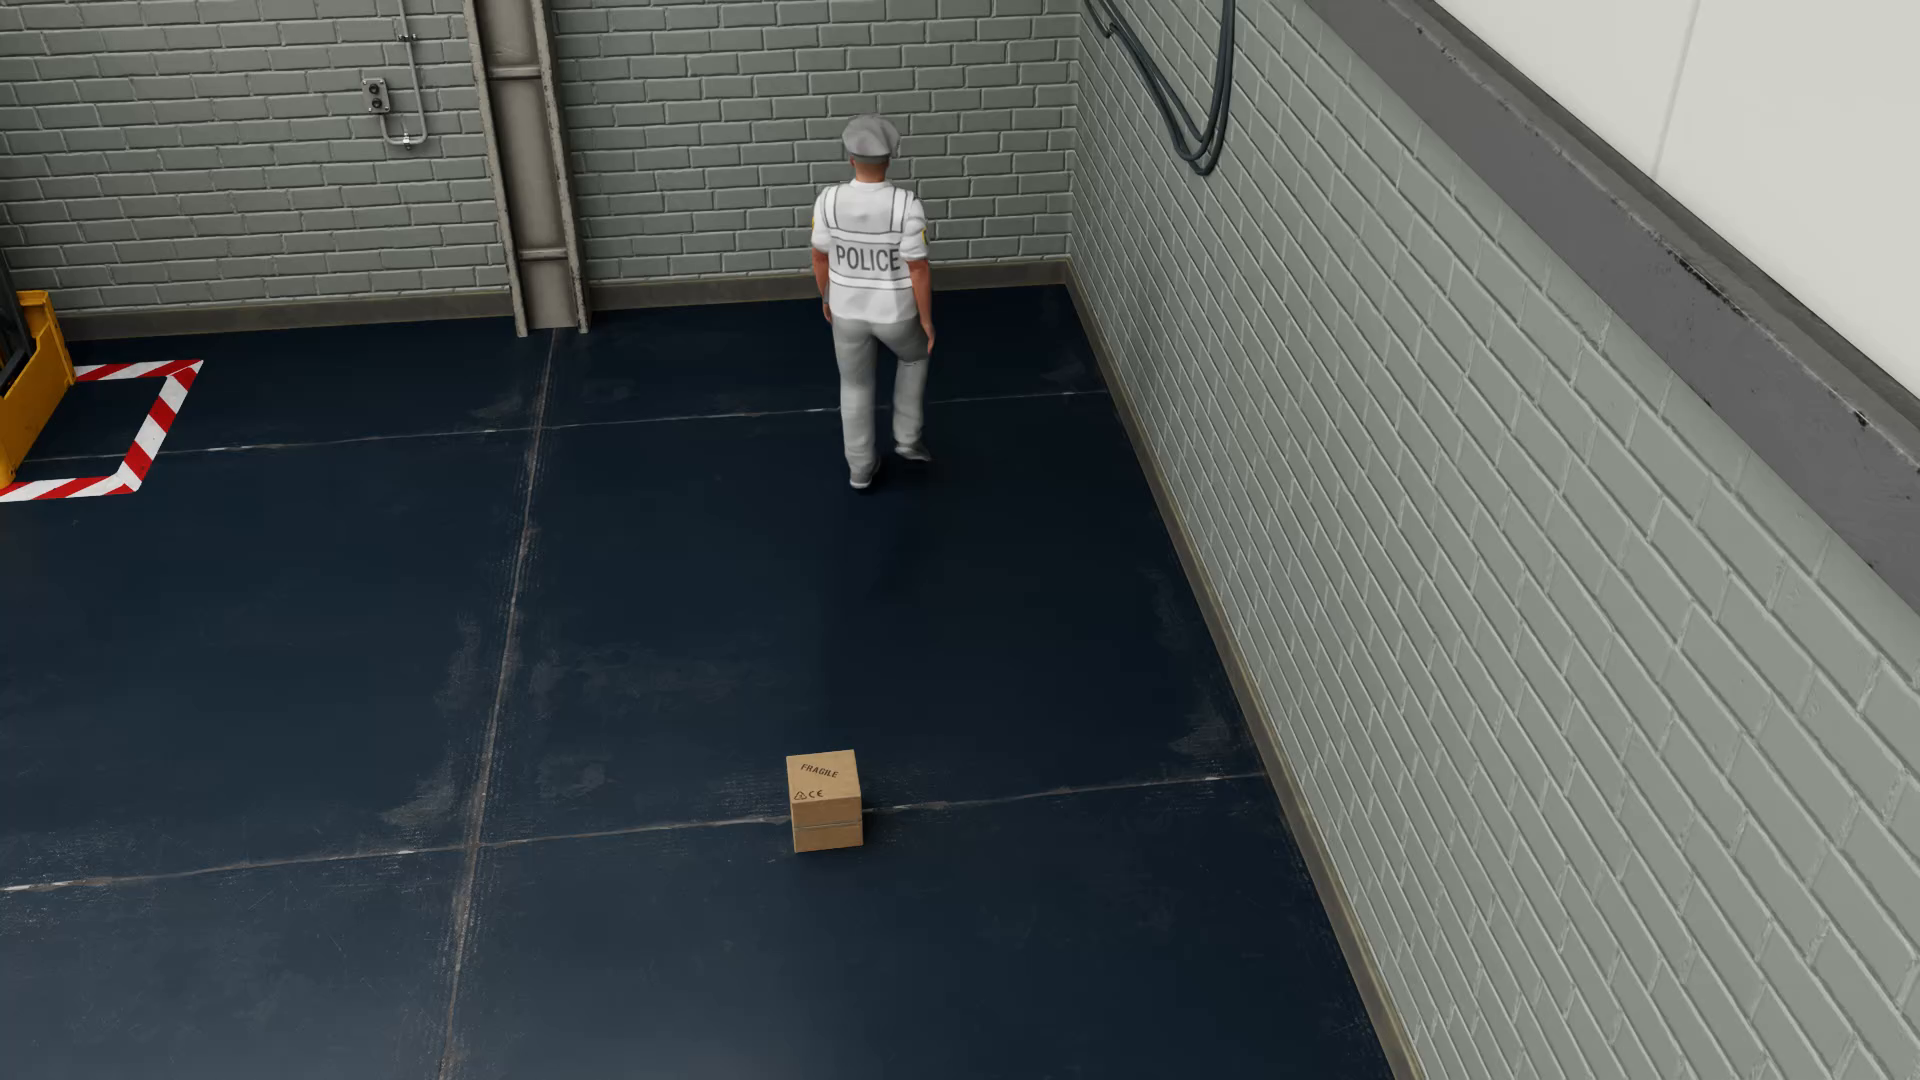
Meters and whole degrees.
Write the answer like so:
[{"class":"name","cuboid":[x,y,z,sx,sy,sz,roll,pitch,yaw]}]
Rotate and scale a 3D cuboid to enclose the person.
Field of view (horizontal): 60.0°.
[{"class":"person","cuboid":[-0.383,-1.056,7.682,0.574,1.848,0.508,3,35,5]}]
